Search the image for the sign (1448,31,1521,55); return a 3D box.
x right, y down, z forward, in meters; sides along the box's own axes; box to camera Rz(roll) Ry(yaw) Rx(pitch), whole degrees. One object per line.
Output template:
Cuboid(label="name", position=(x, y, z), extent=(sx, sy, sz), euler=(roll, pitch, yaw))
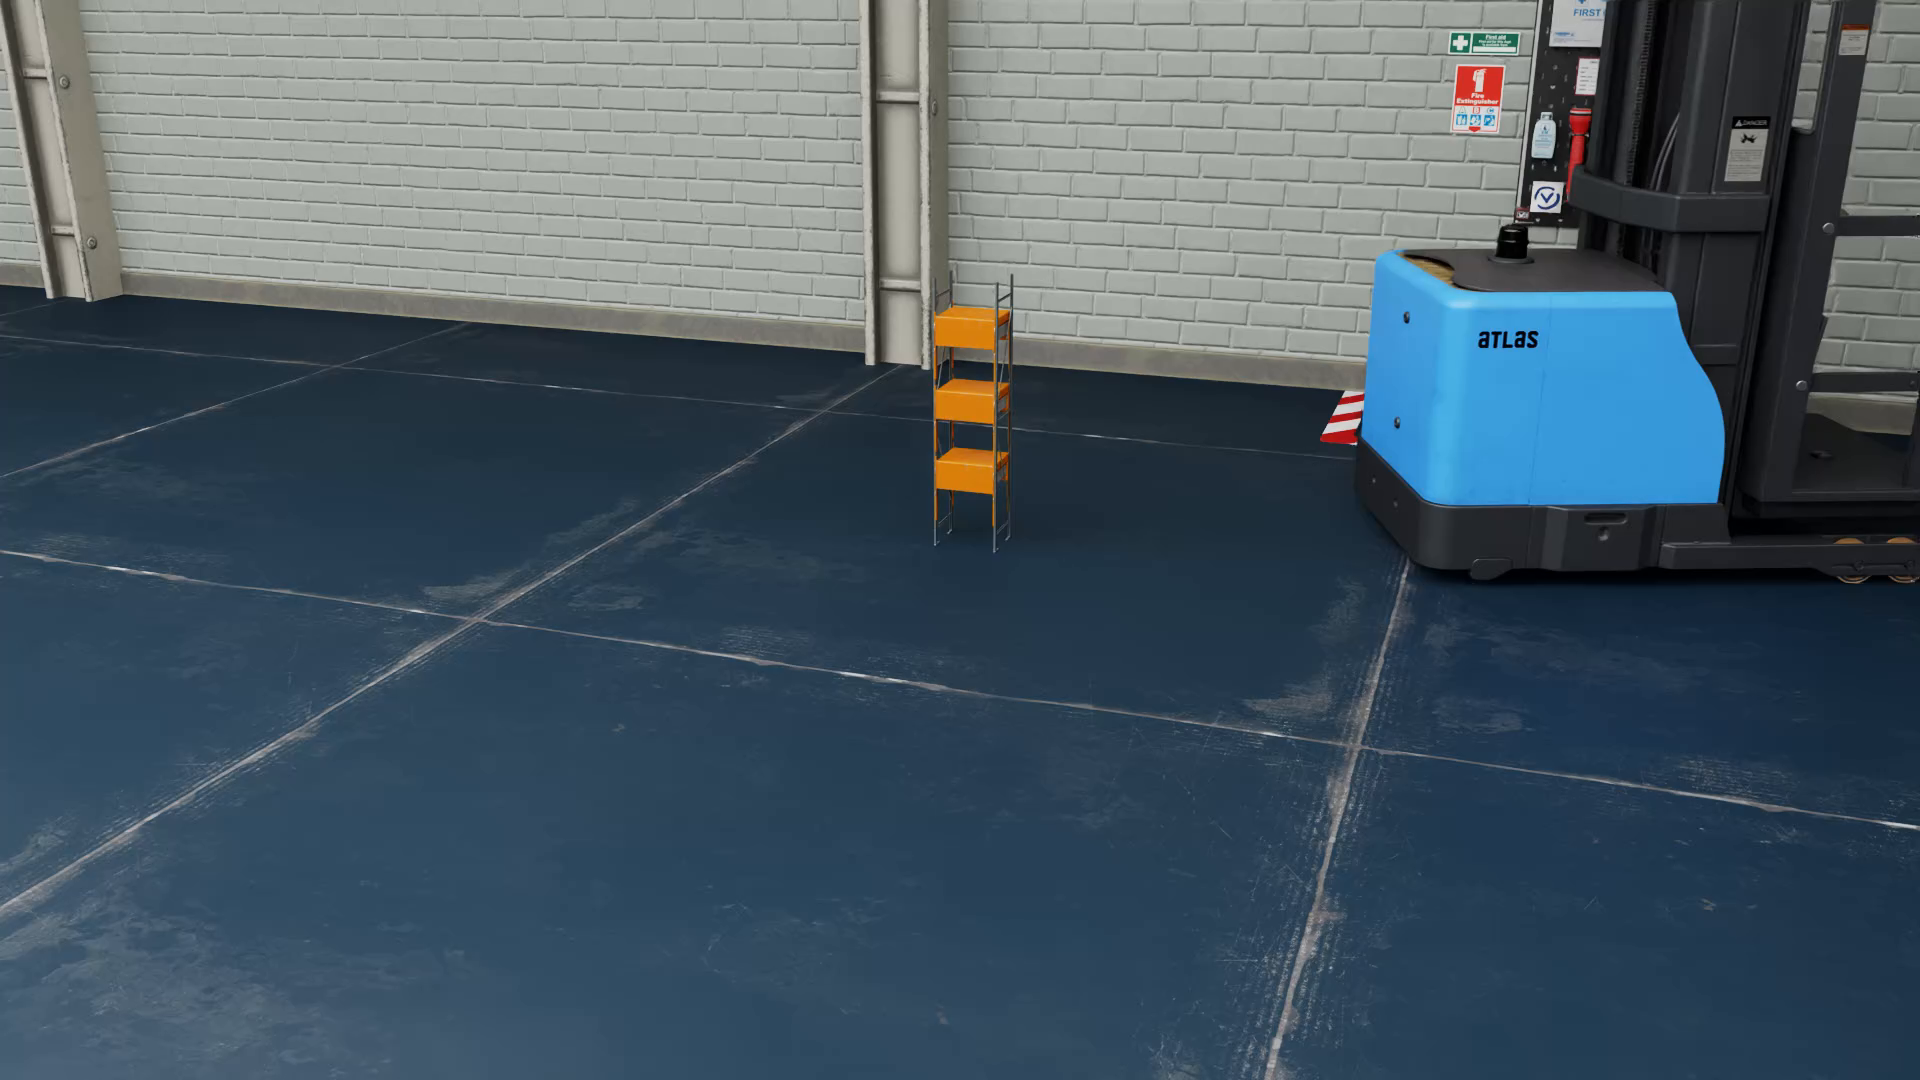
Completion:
Cuboid(label="sign", position=(2.558, -2.425, 8.118), extent=(0.331, 0.109, 0.001), euler=(7, 20, 18))

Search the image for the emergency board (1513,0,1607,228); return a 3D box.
Cuboid(label="emergency board", position=(3.045, -2.070, 7.957), extent=(0.643, 1.169, 0.194), euler=(7, 20, 18))

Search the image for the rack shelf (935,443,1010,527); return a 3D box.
Cuboid(label="rack shelf", position=(0.051, -0.218, 6.482), extent=(0.240, 0.259, 0.215), euler=(7, 20, 18))

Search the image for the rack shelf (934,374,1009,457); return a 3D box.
Cuboid(label="rack shelf", position=(0.051, -0.480, 6.390), extent=(0.240, 0.259, 0.215), euler=(7, 20, 18))

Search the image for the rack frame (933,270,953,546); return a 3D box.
Cuboid(label="rack frame", position=(-0.065, -0.503, 6.425), extent=(0.008, 1.050, 0.200), euler=(7, 20, 18))

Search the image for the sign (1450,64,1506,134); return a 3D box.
Cuboid(label="sign", position=(2.556, -2.178, 8.214), extent=(0.234, 0.329, 0.001), euler=(7, 20, 18))

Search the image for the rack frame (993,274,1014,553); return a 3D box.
Cuboid(label="rack frame", position=(0.166, -0.477, 6.349), extent=(0.008, 1.050, 0.200), euler=(7, 20, 18))

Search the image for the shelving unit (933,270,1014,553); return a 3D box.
Cuboid(label="shelving unit", position=(0.051, -0.490, 6.387), extent=(0.252, 1.050, 0.215), euler=(7, 20, 18))

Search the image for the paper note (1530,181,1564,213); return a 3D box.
Cuboid(label="paper note", position=(2.900, -1.694, 8.218), extent=(0.142, 0.148, 0.016), euler=(7, 20, 18))

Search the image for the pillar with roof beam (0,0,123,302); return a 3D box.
Cuboid(label="pillar with roof beam", position=(-7.381, -4.581, 6.048), extent=(0.400, 9.000, 9.100), euler=(7, 20, 18))

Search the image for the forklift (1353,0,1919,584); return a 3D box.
Cuboid(label="forklift", position=(3.172, -1.397, 6.131), extent=(3.031, 2.935, 1.130), euler=(-1, 19, -2))

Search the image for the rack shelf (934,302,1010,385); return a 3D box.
Cuboid(label="rack shelf", position=(0.051, -0.748, 6.297), extent=(0.240, 0.259, 0.215), euler=(7, 20, 18))

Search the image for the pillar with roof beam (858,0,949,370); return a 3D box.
Cuboid(label="pillar with roof beam", position=(-1.714, -3.933, 4.189), extent=(0.400, 9.000, 9.100), euler=(7, 20, 18))
